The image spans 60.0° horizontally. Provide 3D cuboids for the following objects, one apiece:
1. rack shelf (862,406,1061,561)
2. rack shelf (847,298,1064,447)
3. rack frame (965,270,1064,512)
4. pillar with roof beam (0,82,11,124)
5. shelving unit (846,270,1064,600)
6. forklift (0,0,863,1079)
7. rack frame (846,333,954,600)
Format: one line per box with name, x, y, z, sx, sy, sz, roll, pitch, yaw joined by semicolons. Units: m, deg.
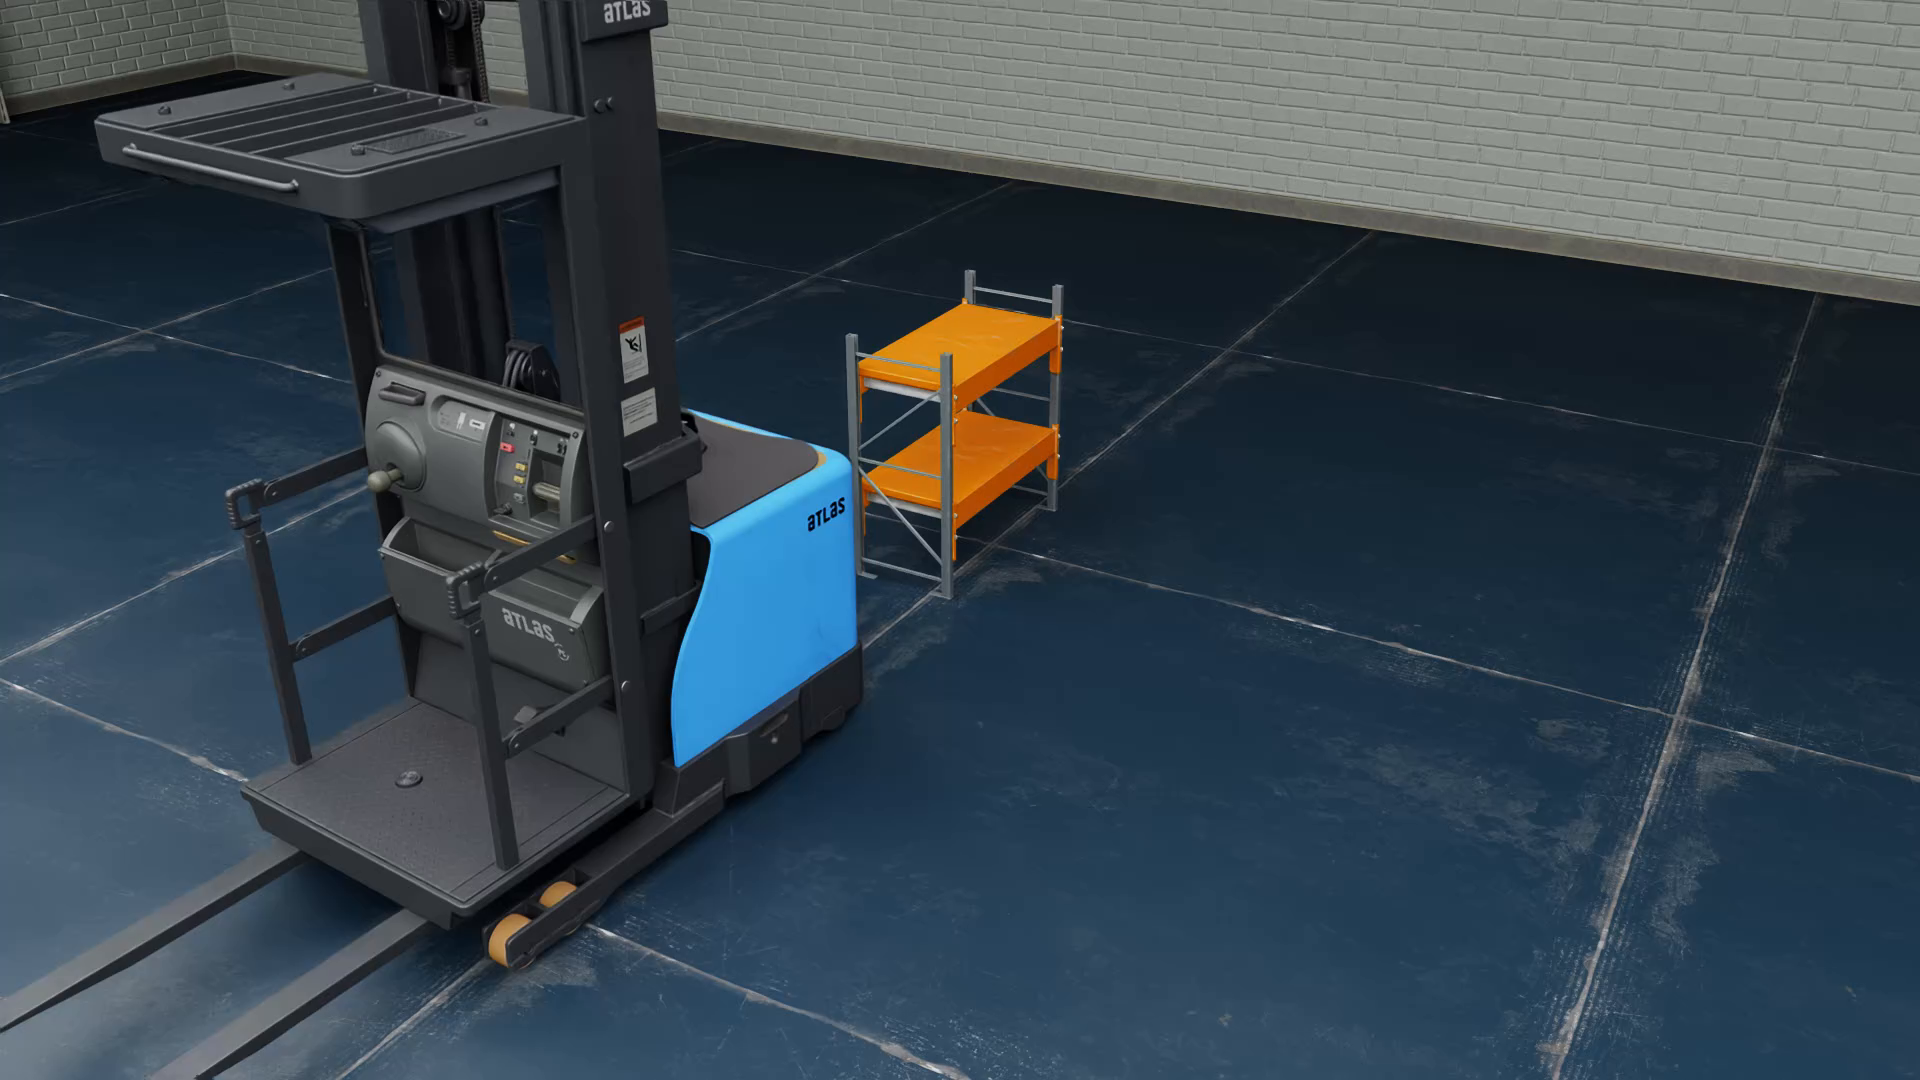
rack shelf;-0.003;-0.282;7.602;0.538;0.278;1.000;14;30;26
rack shelf;-0.003;-0.762;7.362;0.538;0.278;1.000;14;30;26
rack frame;0.247;-0.698;7.889;0.500;1.125;0.032;14;30;26
pillar with roof beam;-5.357;-6.937;11.556;9.100;9.000;0.400;14;30;26
shelving unit;-0.003;-0.500;7.493;0.538;1.125;1.048;14;30;26
forklift;-1.616;-0.234;4.944;1.130;2.935;3.031;17;31;30
rack frame;-0.253;-0.302;7.097;0.500;1.125;0.032;14;30;26
